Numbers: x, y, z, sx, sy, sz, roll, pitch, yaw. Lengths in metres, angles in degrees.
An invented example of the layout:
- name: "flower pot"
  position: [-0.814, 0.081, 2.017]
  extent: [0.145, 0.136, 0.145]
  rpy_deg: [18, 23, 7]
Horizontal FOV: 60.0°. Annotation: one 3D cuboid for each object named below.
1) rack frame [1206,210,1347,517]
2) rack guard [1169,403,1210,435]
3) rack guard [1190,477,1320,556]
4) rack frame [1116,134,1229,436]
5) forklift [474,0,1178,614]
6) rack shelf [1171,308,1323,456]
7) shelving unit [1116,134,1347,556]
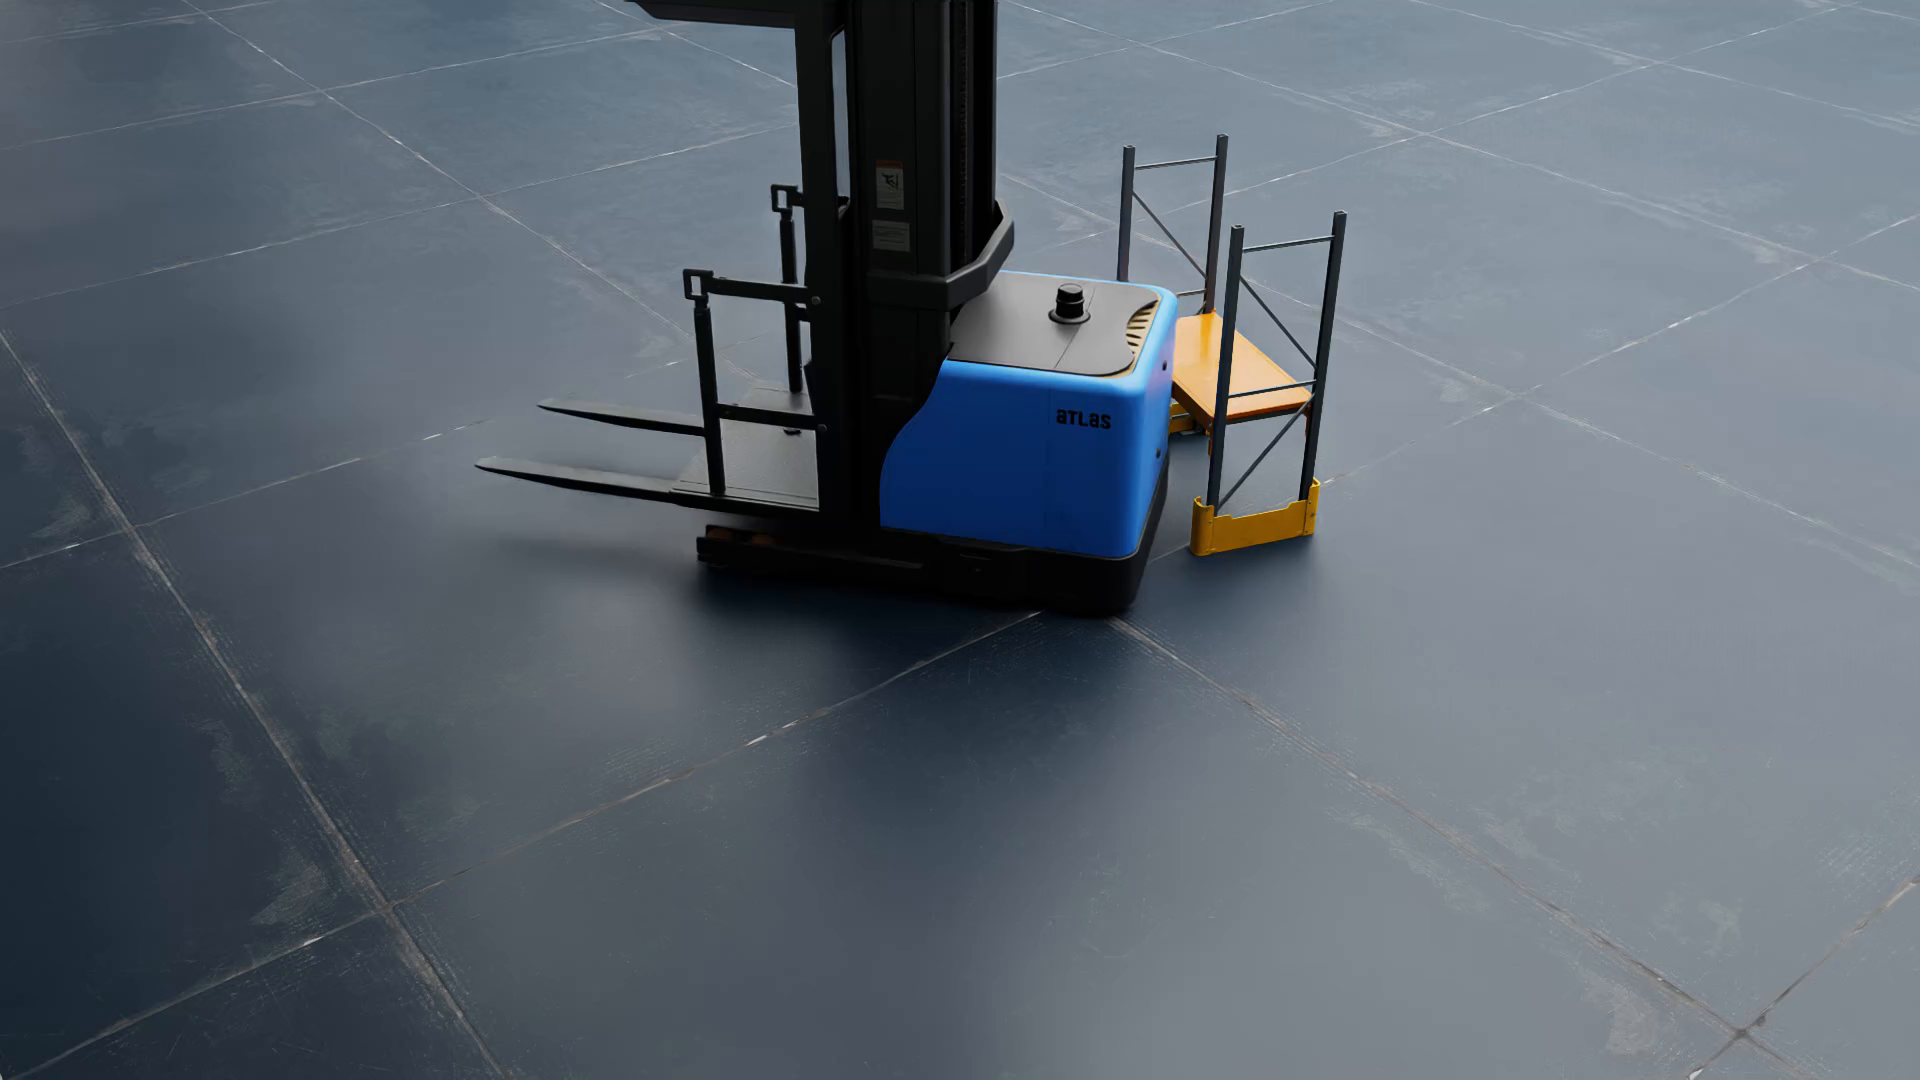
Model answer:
- name: "rack frame"
  position: [1.299, -0.626, 6.943]
  extent: [0.500, 1.500, 0.032]
  rpy_deg: [-11, 33, -17]
- name: "rack guard"
  position: [0.959, -0.600, 8.086]
  extent: [0.587, 0.250, 0.087]
  rpy_deg: [-11, 33, -17]
- name: "rack guard"
  position: [1.293, -0.105, 7.288]
  extent: [0.587, 0.250, 0.087]
  rpy_deg: [-11, 33, -17]
- name: "rack frame"
  position: [0.959, -1.131, 7.757]
  extent: [0.500, 1.500, 0.032]
  rpy_deg: [-11, 33, -17]
- name: "forklift"
  position: [-0.638, -1.360, 6.768]
  extent: [3.031, 2.935, 1.130]
  rpy_deg: [8, 33, 12]
- name: "rack shelf"
  position: [1.129, -0.726, 7.445]
  extent: [0.538, 0.185, 1.000]
  rpy_deg: [-11, 33, -17]
- name: "shelving unit"
  position: [1.126, -0.883, 7.357]
  extent: [0.587, 1.500, 1.083]
  rpy_deg: [-11, 33, -17]
